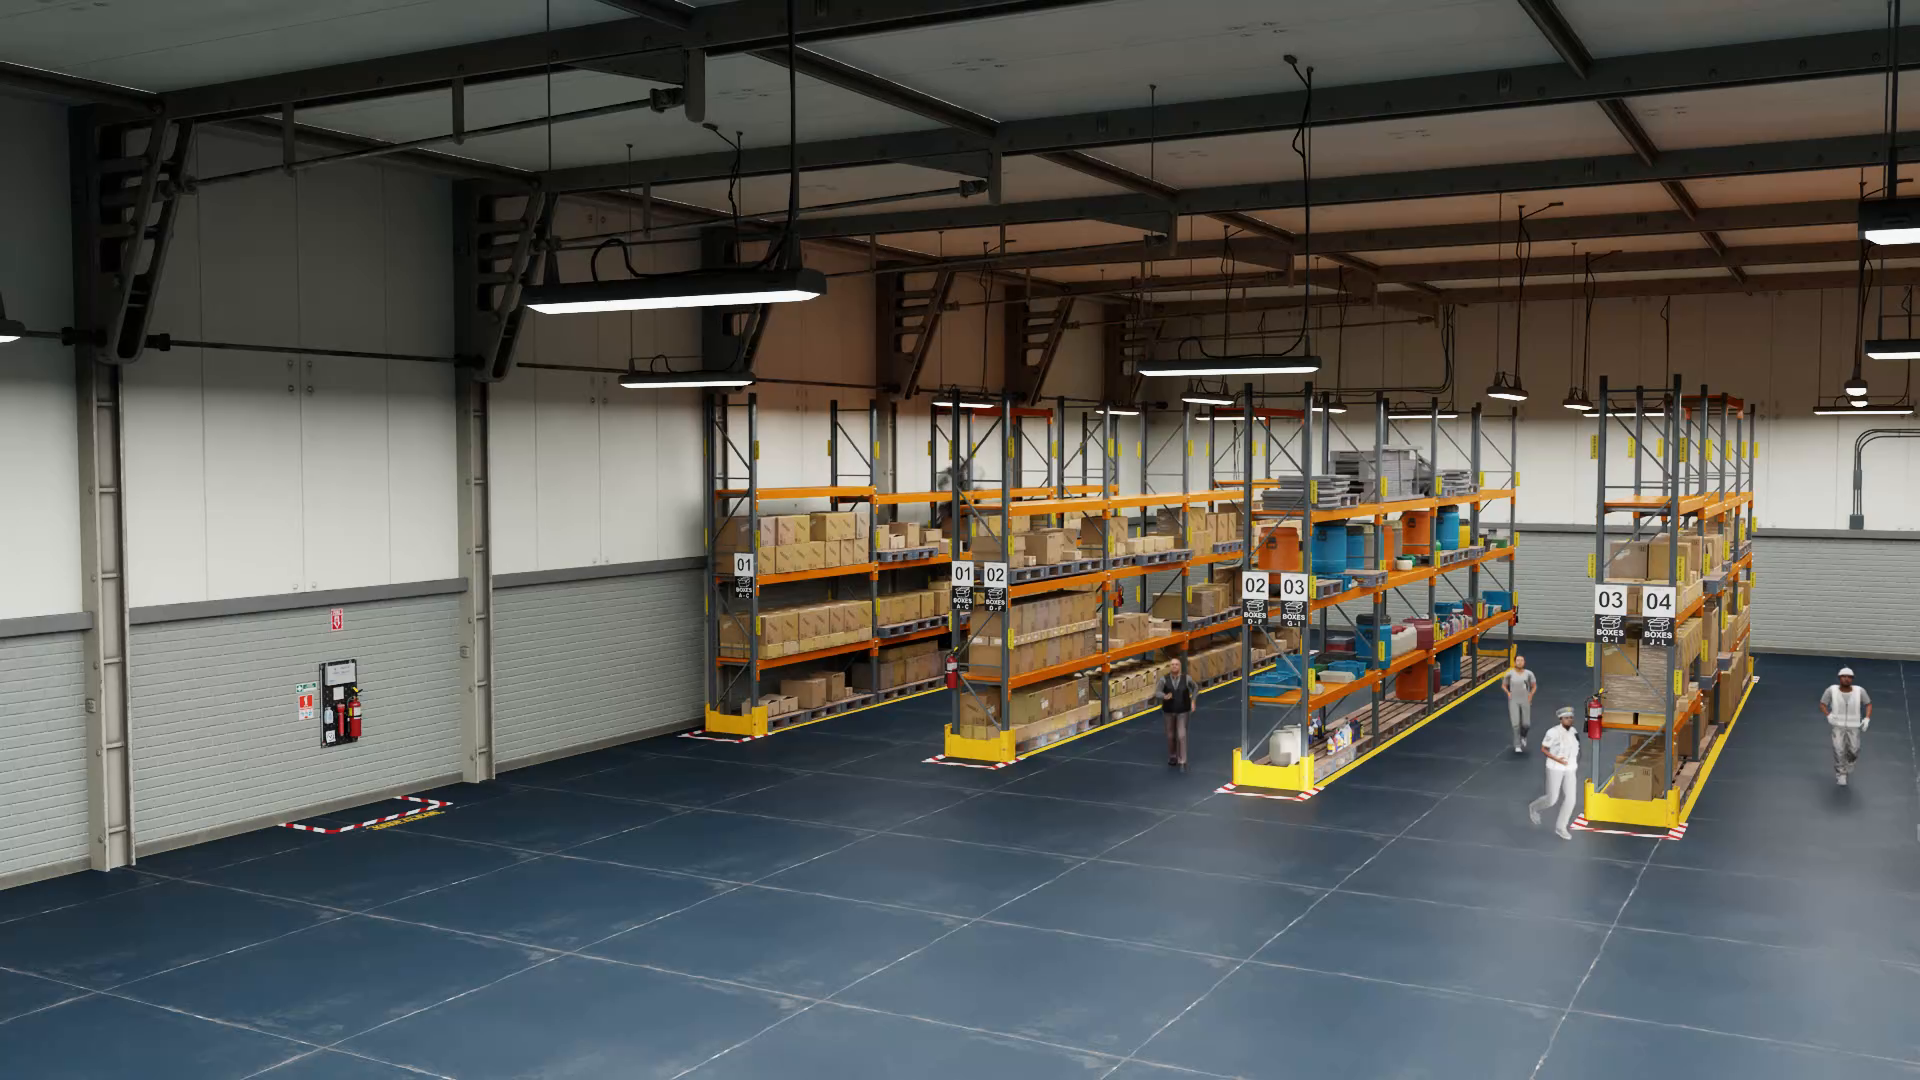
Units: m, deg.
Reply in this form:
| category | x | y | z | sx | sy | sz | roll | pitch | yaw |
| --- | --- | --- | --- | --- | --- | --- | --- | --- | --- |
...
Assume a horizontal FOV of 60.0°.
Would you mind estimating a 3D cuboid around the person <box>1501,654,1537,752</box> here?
| category | x | y | z | sx | sy | sz | roll | pitch | yaw |
| --- | --- | --- | --- | --- | --- | --- | --- | --- | --- |
| person | 9.264 | 2.699 | 27.553 | 0.561 | 1.621 | 0.584 | 1 | 3 | 16 |

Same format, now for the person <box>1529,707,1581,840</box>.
| category | x | y | z | sx | sy | sz | roll | pitch | yaw |
| --- | --- | --- | --- | --- | --- | --- | --- | --- | --- |
| person | 7.835 | 3.000 | 21.722 | 0.593 | 1.690 | 0.777 | -1 | 3 | -13 |

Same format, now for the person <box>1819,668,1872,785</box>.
| category | x | y | z | sx | sy | sz | roll | pitch | yaw |
| --- | --- | --- | --- | --- | --- | --- | --- | --- | --- |
| person | 13.281 | 2.787 | 24.968 | 0.691 | 1.745 | 0.626 | 1 | 3 | 22 |

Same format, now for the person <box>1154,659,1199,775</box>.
| category | x | y | z | sx | sy | sz | roll | pitch | yaw |
| --- | --- | --- | --- | --- | --- | --- | --- | --- | --- |
| person | 3.363 | 2.743 | 25.933 | 0.662 | 1.796 | 0.714 | 1 | 3 | 14 |
